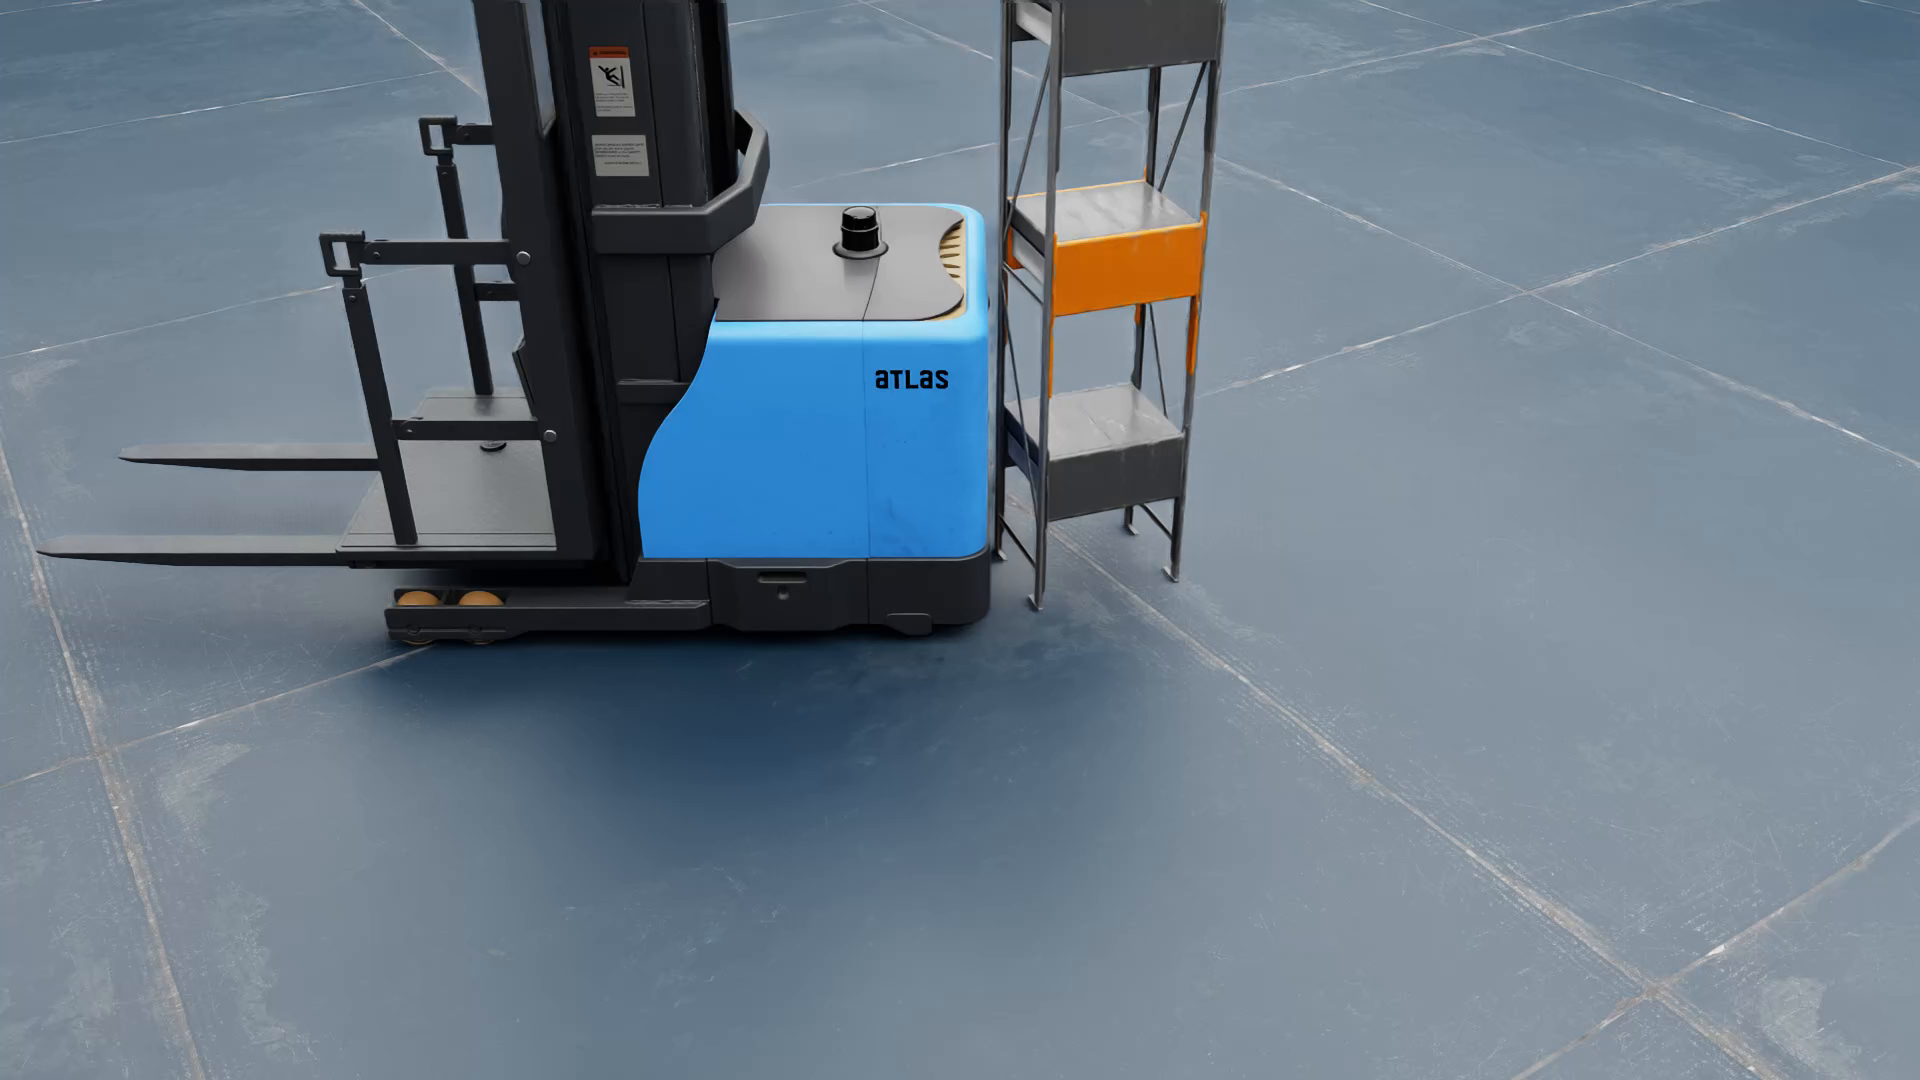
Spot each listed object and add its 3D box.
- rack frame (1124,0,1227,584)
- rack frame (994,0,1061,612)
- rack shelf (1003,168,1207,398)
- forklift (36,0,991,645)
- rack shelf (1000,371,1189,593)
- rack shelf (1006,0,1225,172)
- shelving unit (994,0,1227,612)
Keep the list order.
[{"bbox_3d":[0.651,-0.844,5.121,0.015,2.100,0.400,-11,34,-17],"label":"rack frame"},{"bbox_3d":[0.192,-0.756,4.980,0.015,2.100,0.400,-11,34,-17],"label":"rack frame"},{"bbox_3d":[0.422,-0.789,5.058,0.480,0.518,0.431,-11,34,-17],"label":"rack shelf"},{"bbox_3d":[-1.421,-1.194,4.895,3.031,2.935,1.130,0,32,0],"label":"forklift"},{"bbox_3d":[0.422,-0.197,5.431,0.480,0.518,0.431,-11,34,-17],"label":"rack shelf"},{"bbox_3d":[0.422,-1.381,4.684,0.480,0.518,0.431,-11,34,-17],"label":"rack shelf"},{"bbox_3d":[0.422,-0.800,5.050,0.503,2.100,0.431,-11,34,-17],"label":"shelving unit"}]
